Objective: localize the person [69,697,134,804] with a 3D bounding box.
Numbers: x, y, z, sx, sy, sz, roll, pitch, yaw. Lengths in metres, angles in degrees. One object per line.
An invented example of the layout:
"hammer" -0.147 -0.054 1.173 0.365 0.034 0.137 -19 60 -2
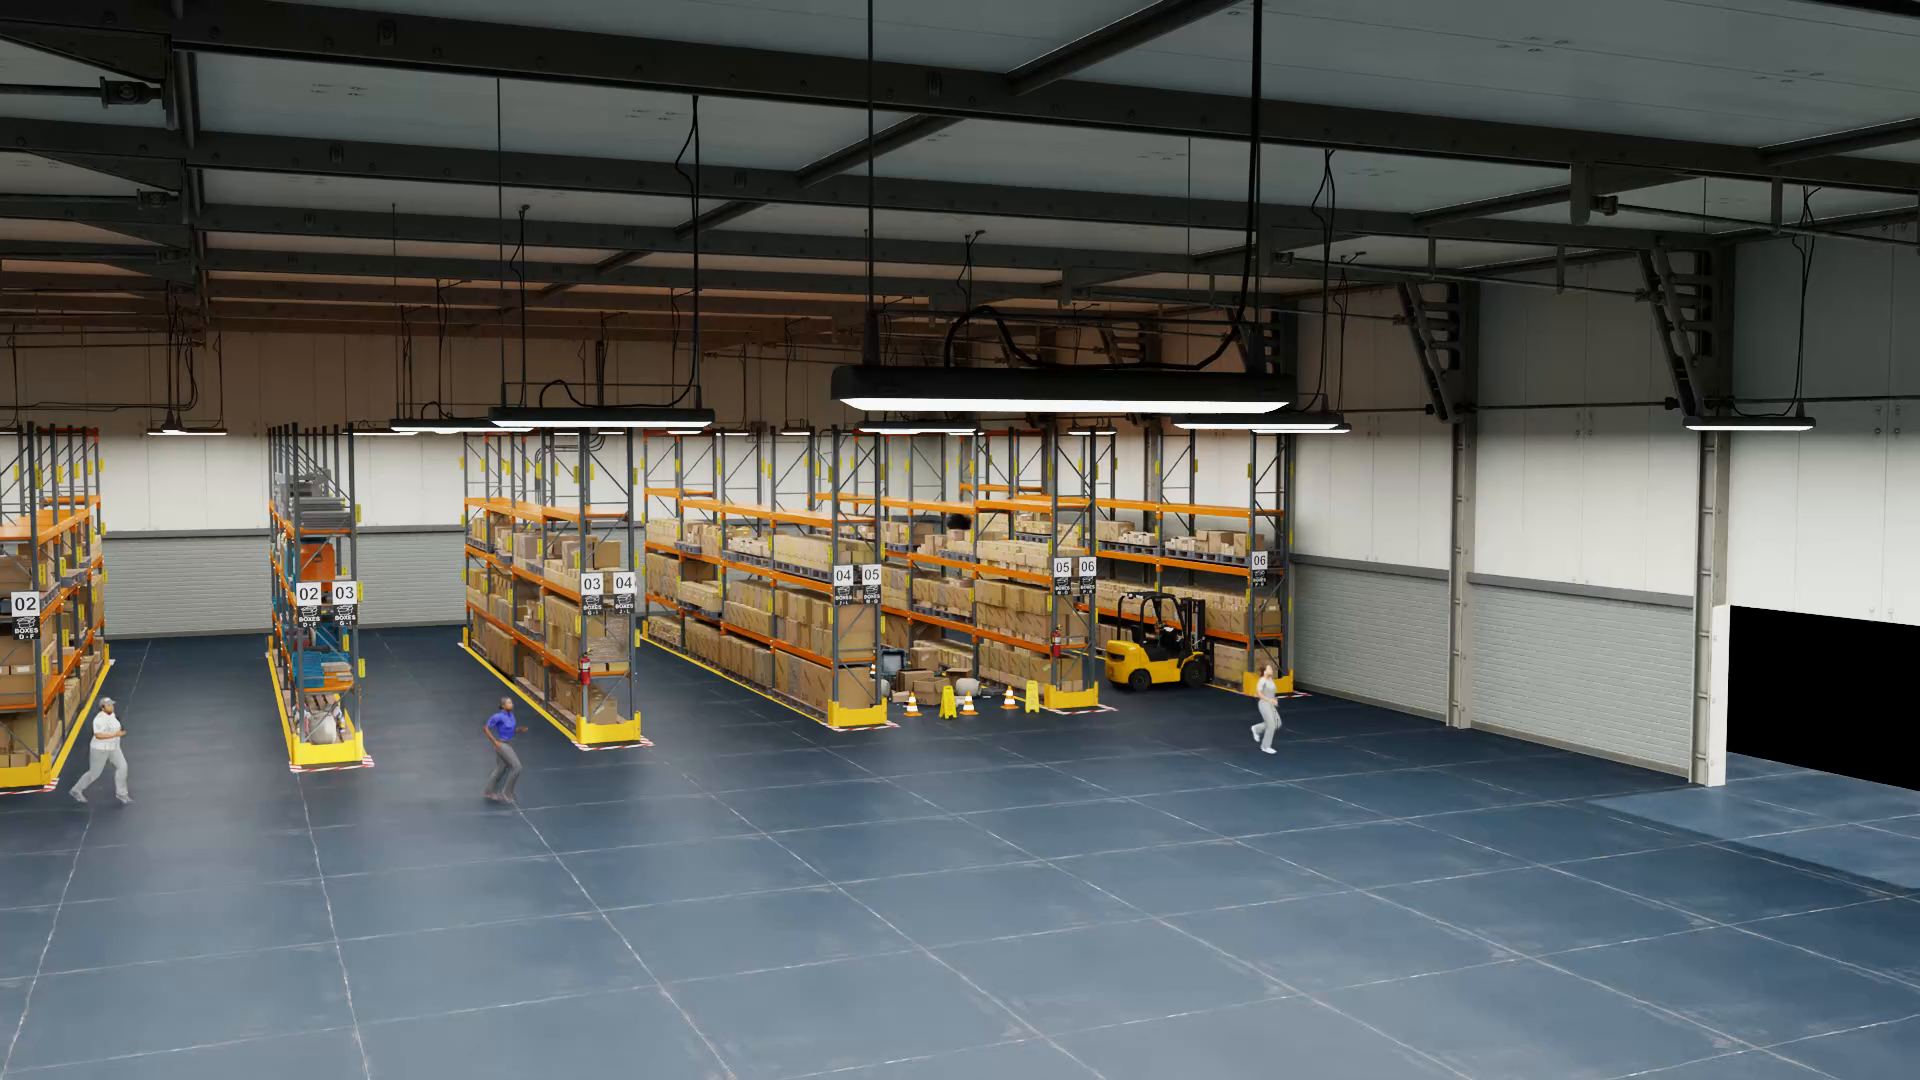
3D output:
"person" -13.425 3.308 26.014 0.895 1.710 0.613 0 3 5

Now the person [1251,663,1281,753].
"person" 5.581 3.060 30.392 0.597 1.634 0.594 2 4 34

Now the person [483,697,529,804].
"person" -7.162 3.316 26.203 0.728 1.711 0.545 0 3 3
